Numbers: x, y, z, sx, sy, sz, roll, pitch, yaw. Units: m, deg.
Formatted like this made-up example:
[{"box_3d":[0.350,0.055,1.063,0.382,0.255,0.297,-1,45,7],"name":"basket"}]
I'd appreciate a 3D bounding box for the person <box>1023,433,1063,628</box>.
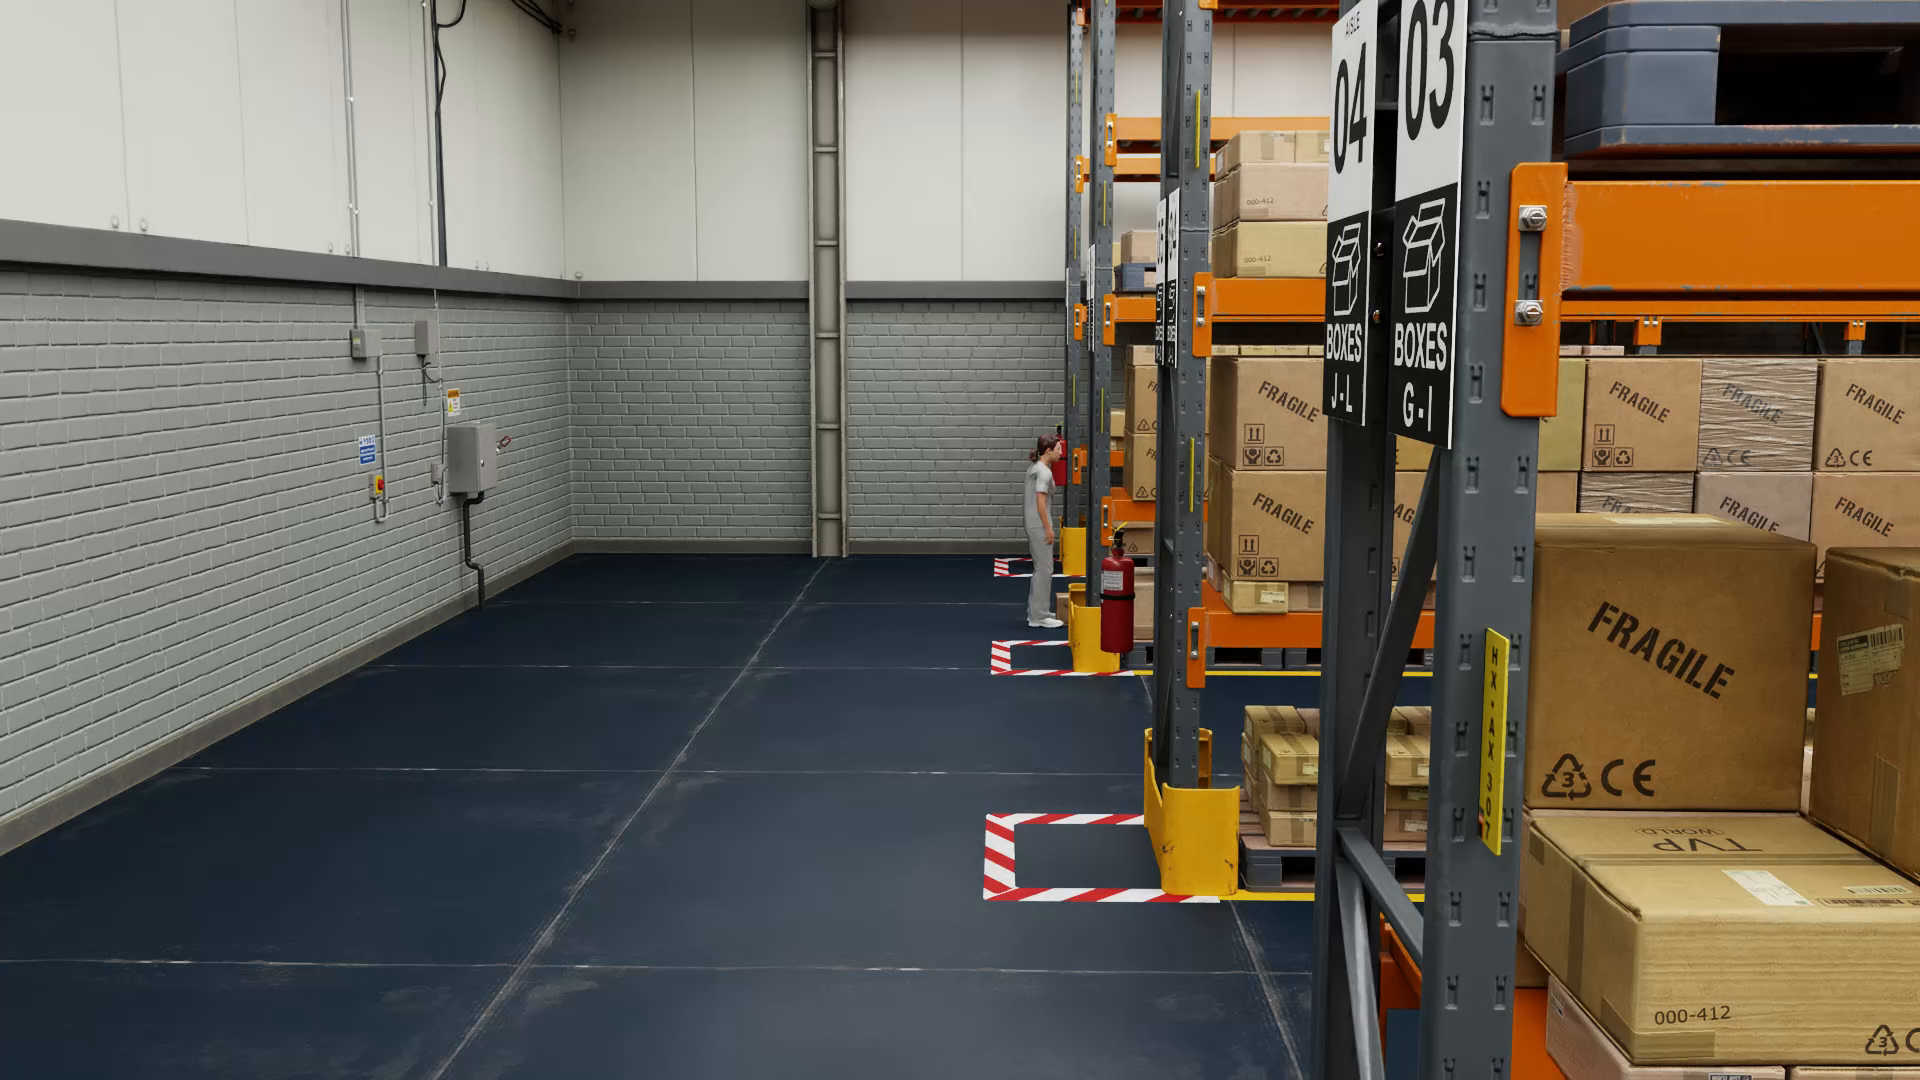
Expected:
[{"box_3d":[0.725,-0.096,14.529,0.355,1.673,0.511,0,7,-1],"name":"person"}]
